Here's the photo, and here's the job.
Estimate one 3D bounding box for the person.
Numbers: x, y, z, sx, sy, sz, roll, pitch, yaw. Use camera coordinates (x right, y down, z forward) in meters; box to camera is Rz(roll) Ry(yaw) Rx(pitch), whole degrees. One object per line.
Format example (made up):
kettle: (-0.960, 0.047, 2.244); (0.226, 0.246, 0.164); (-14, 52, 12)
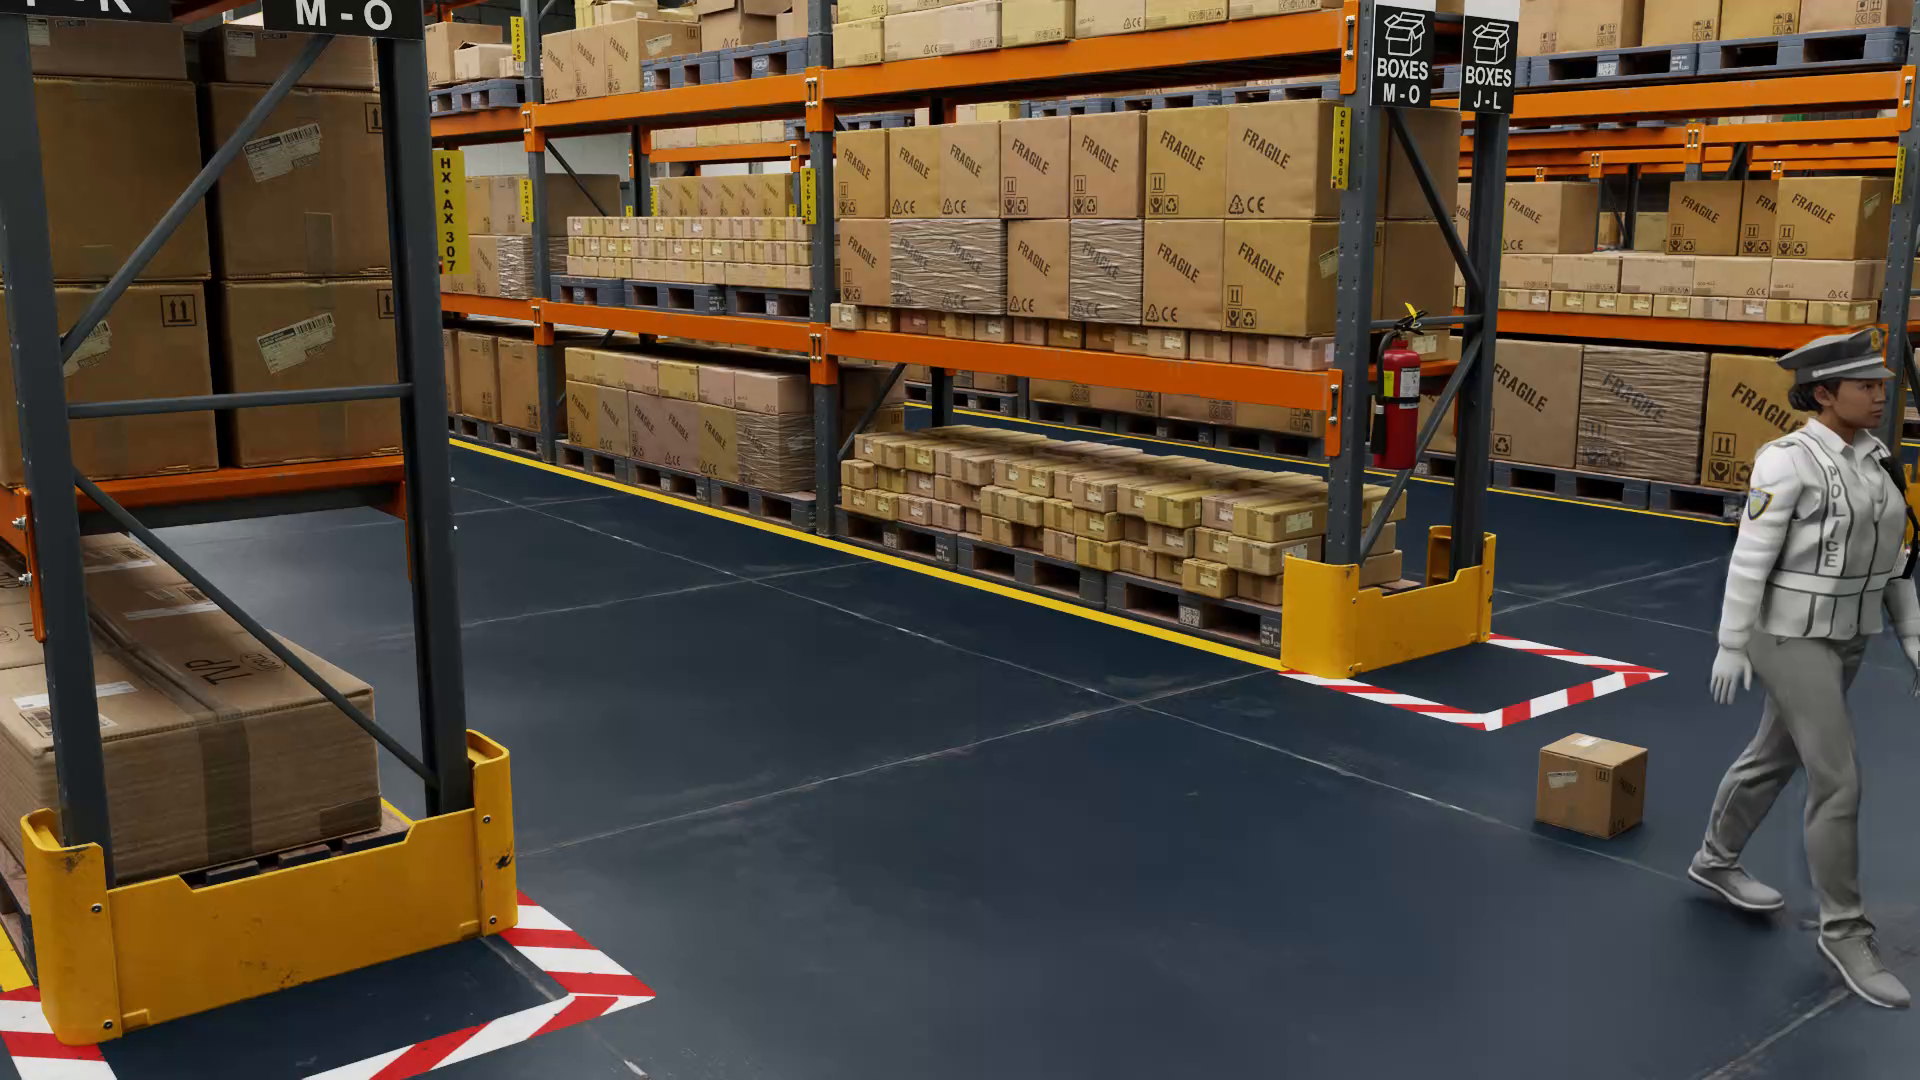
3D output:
person: (2.303, 0.292, 4.414); (0.551, 1.705, 0.761); (-6, 13, -29)
